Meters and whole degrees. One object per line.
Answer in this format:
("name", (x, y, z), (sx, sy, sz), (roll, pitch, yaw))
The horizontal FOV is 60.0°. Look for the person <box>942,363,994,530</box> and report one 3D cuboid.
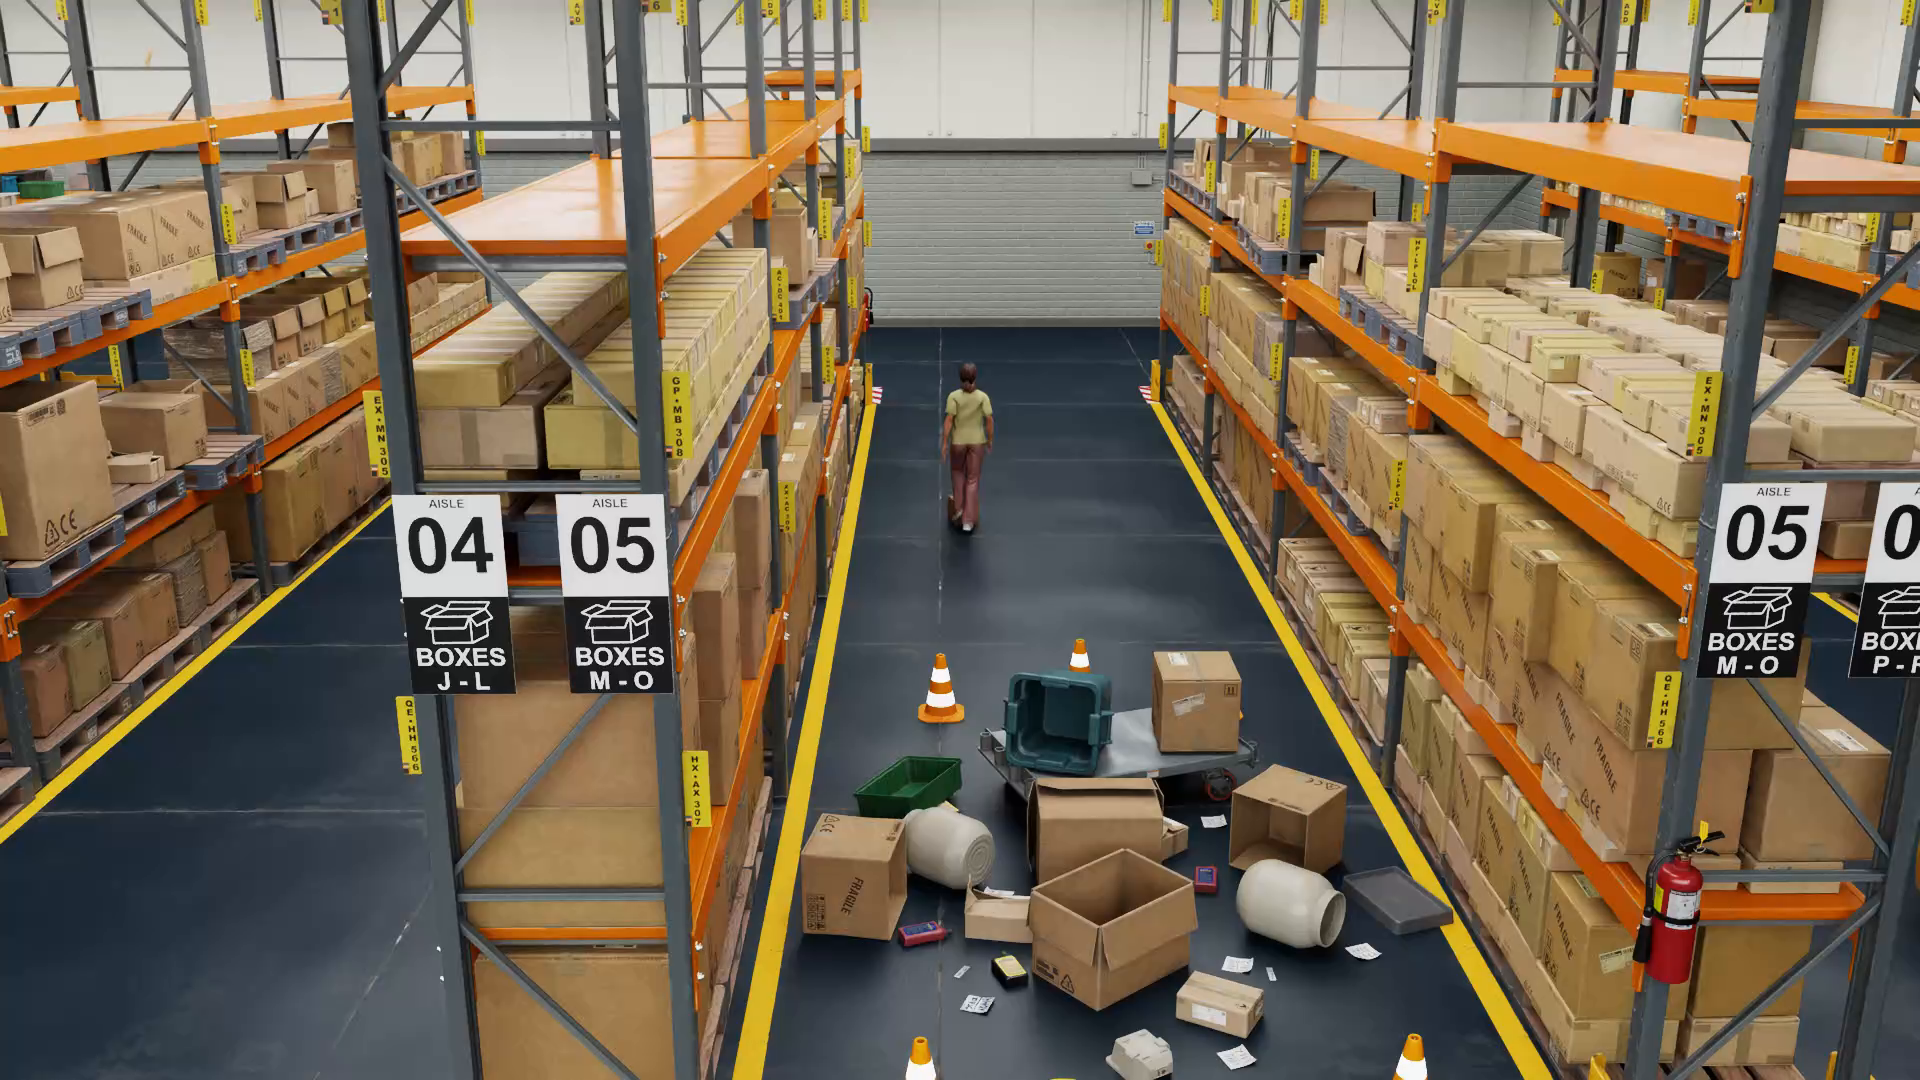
("person", (0.078, -0.920, 16.529), (0.506, 1.700, 0.587), (1, 17, 3))
